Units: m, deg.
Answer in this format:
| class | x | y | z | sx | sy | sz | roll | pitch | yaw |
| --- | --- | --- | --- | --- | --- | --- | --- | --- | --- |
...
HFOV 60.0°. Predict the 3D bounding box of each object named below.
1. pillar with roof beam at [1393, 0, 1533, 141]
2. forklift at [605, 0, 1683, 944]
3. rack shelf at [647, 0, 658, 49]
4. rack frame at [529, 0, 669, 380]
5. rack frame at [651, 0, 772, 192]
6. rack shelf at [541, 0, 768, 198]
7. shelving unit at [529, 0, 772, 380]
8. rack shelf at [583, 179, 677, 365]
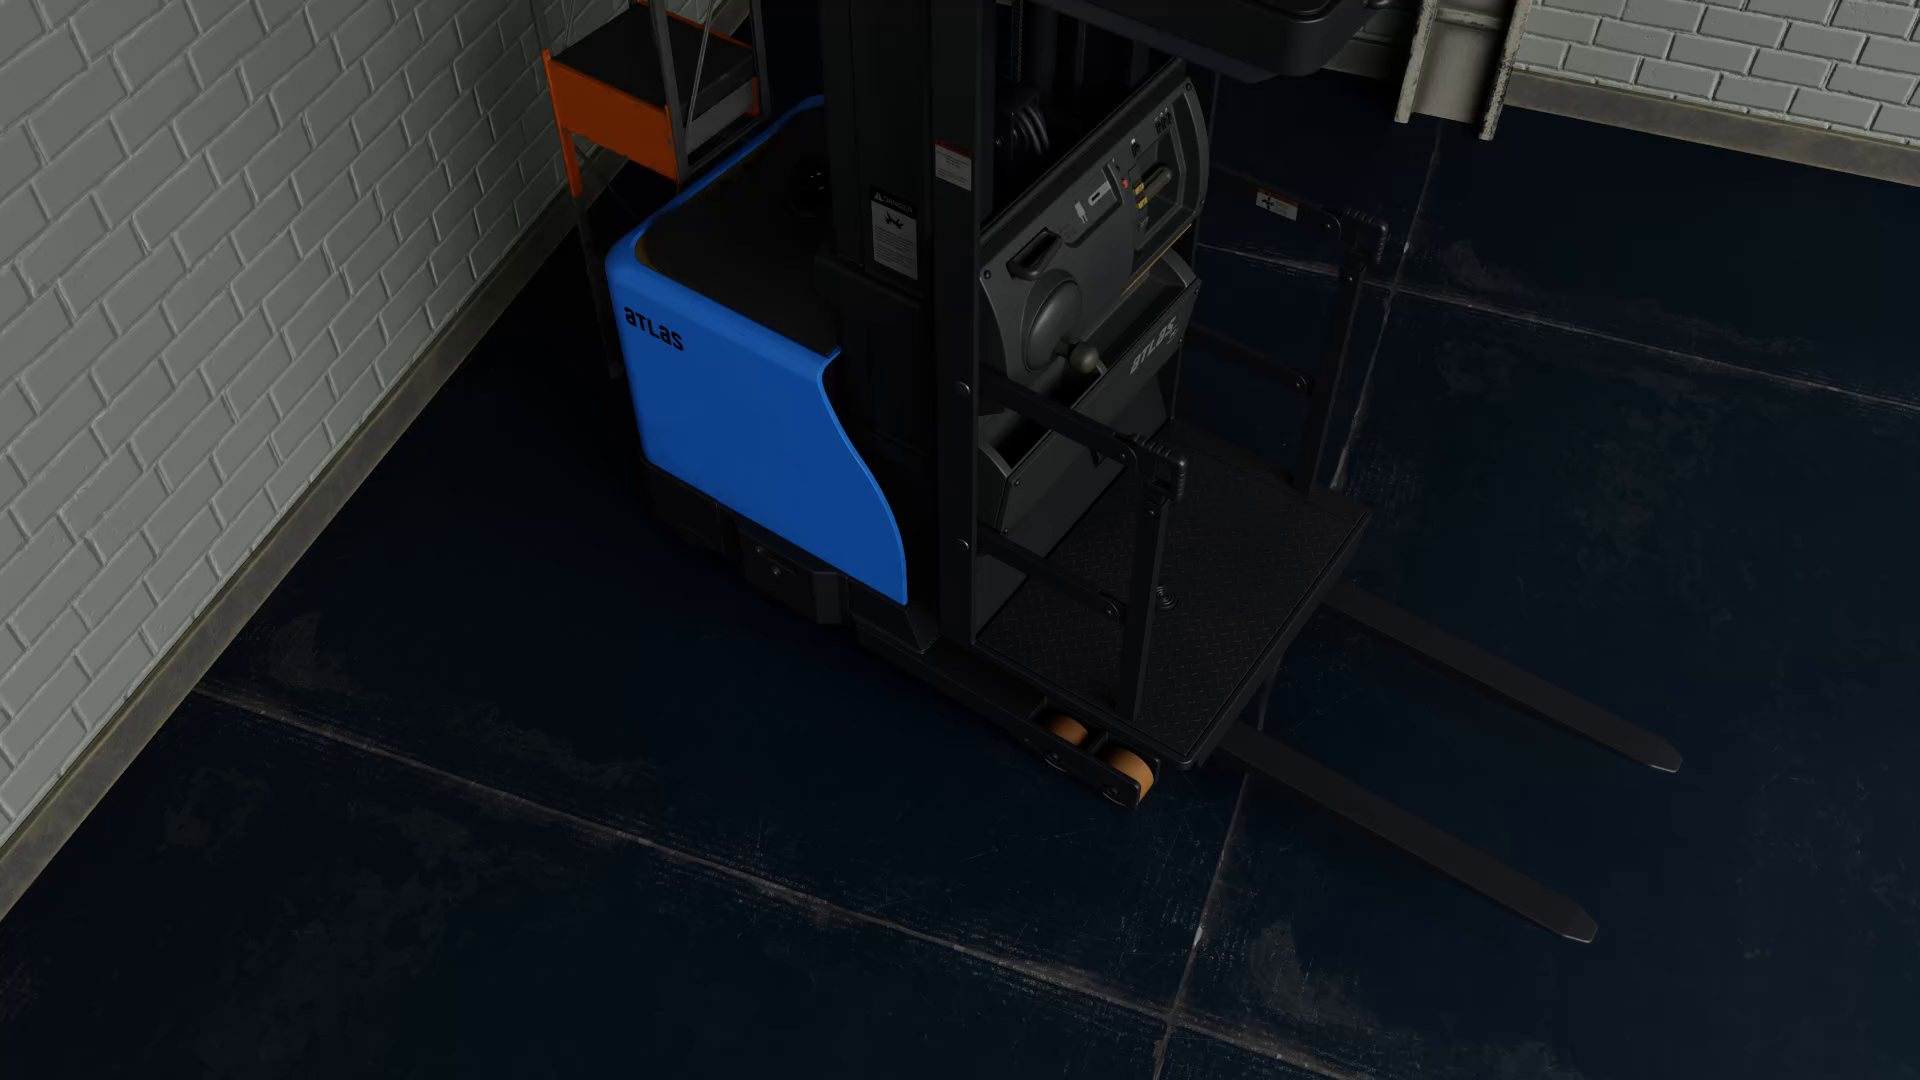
| class | x | y | z | sx | sy | sz | roll | pitch | yaw |
| --- | --- | --- | --- | --- | --- | --- | --- | --- | --- |
| pillar with roof beam | 0.496 | -1.648 | 0.723 | 0.400 | 9.000 | 9.100 | 16 | 51 | 13 |
| forklift | 0.509 | -0.687 | 3.906 | 3.031 | 2.935 | 1.130 | 28 | 55 | 22 |
| rack shelf | -0.883 | -1.709 | 4.433 | 0.480 | 0.518 | 0.431 | 28 | 55 | 22 |
| rack frame | -1.082 | -1.366 | 5.044 | 0.015 | 2.100 | 0.400 | 28 | 55 | 22 |
| rack frame | -0.684 | -1.153 | 4.860 | 0.015 | 2.100 | 0.400 | 28 | 55 | 22 |
| rack shelf | -0.883 | -1.250 | 4.962 | 0.480 | 0.518 | 0.431 | 28 | 55 | 22 |
| shelving unit | -0.883 | -1.259 | 4.952 | 0.503 | 2.100 | 0.431 | 28 | 55 | 22 |
| rack shelf | -0.883 | -0.792 | 5.491 | 0.480 | 0.518 | 0.431 | 28 | 55 | 22 |
